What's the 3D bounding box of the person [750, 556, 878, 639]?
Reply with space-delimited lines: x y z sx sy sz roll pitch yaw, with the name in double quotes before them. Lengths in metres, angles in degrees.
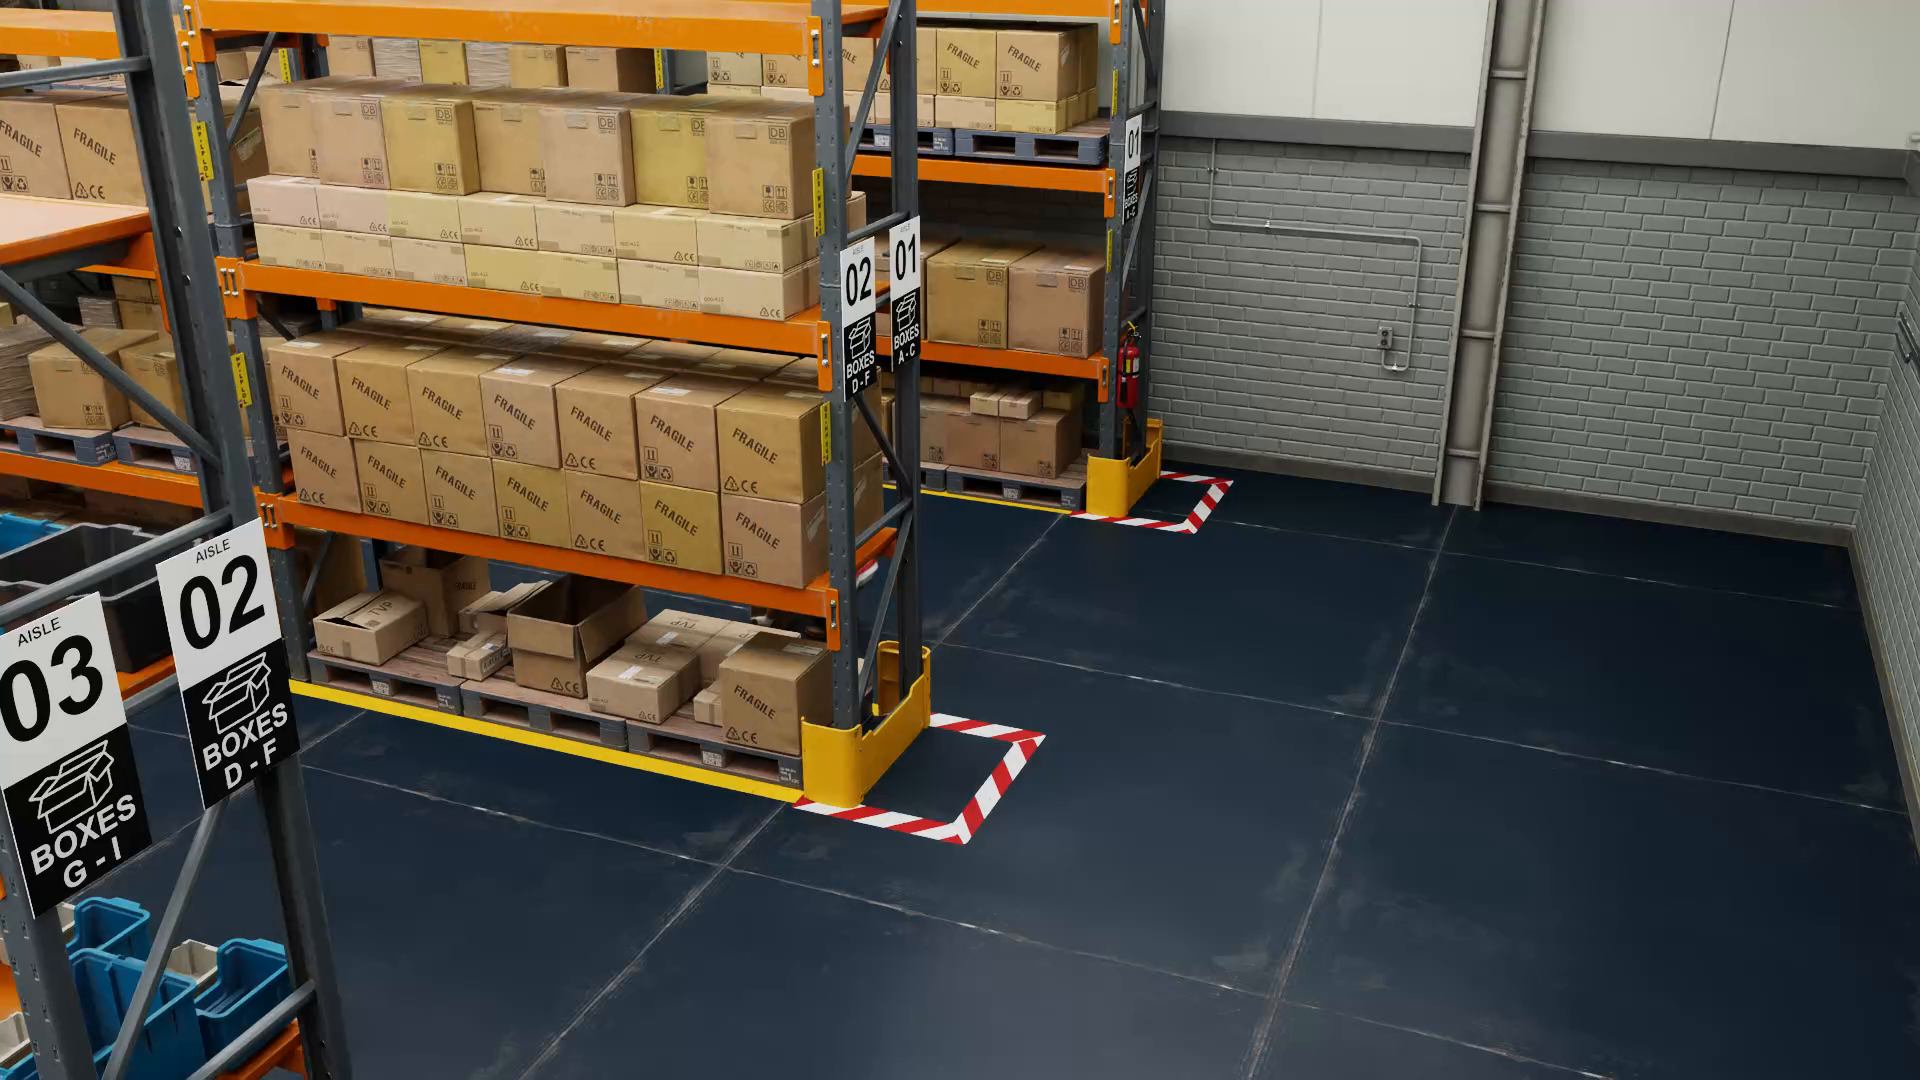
"person" -1.048 0.282 11.632 0.941 0.830 0.536 8 23 19
